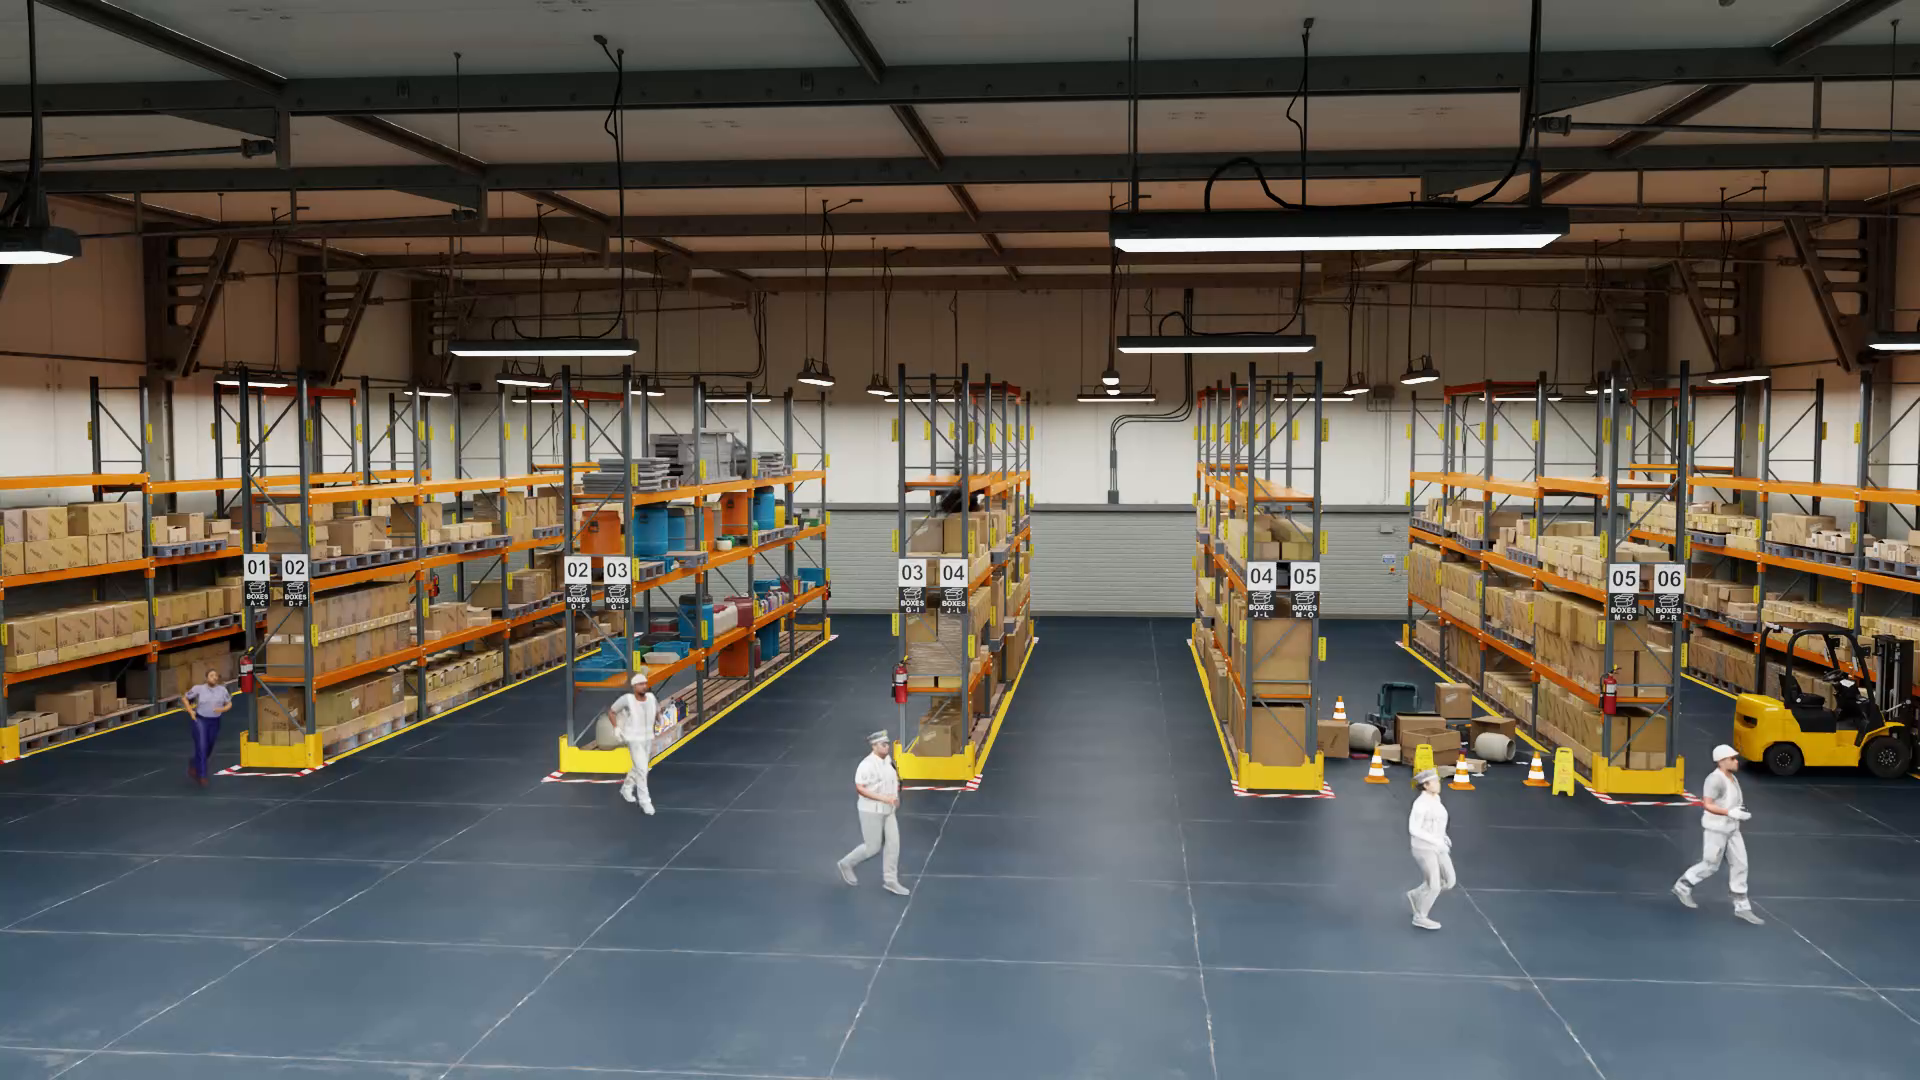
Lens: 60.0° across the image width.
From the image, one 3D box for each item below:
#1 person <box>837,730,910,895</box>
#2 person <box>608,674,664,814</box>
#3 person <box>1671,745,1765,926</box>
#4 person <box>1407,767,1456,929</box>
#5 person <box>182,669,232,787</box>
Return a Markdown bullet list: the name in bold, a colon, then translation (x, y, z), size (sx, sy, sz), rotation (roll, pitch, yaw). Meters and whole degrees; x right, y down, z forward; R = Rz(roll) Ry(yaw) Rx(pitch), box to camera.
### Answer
- **person**: translation (-0.927, 2.958, 18.186), size (0.839, 1.789, 0.685), rotation (2, 4, 30)
- **person**: translation (-4.278, 2.684, 22.180), size (0.859, 1.818, 0.668), rotation (3, 5, 40)
- **person**: translation (7.815, 2.999, 17.127), size (0.645, 1.797, 0.923), rotation (-3, 5, -39)
- **person**: translation (4.741, 3.098, 16.755), size (0.539, 1.651, 0.592), rotation (3, 5, 39)
- **person**: translation (-10.830, 2.670, 23.969), size (0.634, 1.644, 0.871), rotation (-4, 5, -44)
